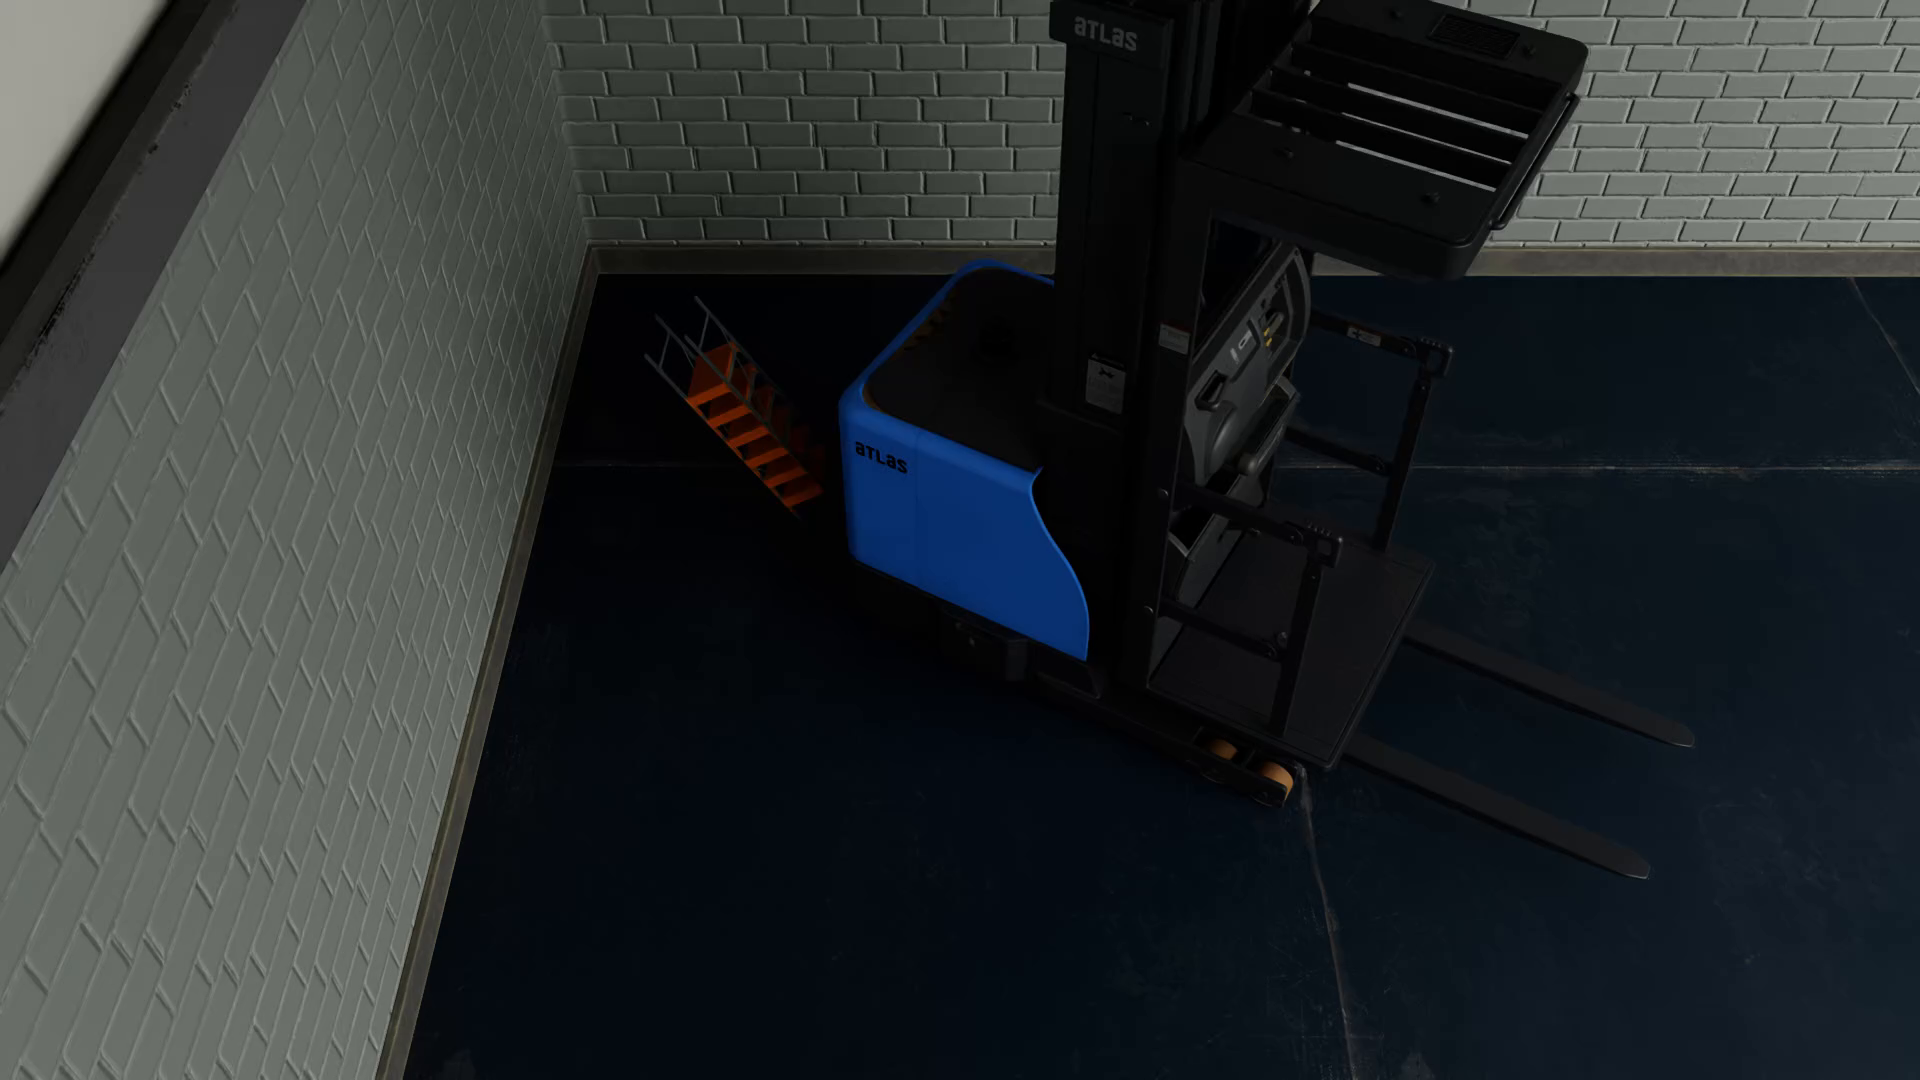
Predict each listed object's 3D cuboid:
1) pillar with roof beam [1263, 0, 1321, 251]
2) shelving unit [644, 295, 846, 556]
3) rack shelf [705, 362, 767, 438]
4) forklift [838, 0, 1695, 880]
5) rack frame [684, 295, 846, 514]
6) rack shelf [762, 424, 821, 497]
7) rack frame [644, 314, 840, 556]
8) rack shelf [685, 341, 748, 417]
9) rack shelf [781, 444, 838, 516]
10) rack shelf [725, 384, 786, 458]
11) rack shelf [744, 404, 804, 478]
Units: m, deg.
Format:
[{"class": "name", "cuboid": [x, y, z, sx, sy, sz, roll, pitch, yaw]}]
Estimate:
[{"class": "pillar with roof beam", "cuboid": [1.231, -1.091, 1.617, 0.400, 9.000, 9.100, 0, 47, 0]}, {"class": "shelving unit", "cuboid": [-0.736, -0.414, 6.366, 0.189, 1.200, 0.258, -21, 42, 24]}, {"class": "rack shelf", "cuboid": [-0.837, -0.531, 6.247, 0.180, 0.103, 0.258, -21, 42, 24]}, {"class": "forklift", "cuboid": [1.094, -0.509, 5.222, 3.031, 2.935, 1.130, 23, 51, 20]}, {"class": "rack frame", "cuboid": [-0.658, -0.443, 6.328, 0.006, 1.200, 0.240, -21, 42, 24]}, {"class": "rack shelf", "cuboid": [-0.650, -0.315, 6.466, 0.180, 0.103, 0.258, -21, 42, 24]}, {"class": "rack frame", "cuboid": [-0.814, -0.384, 6.404, 0.006, 1.200, 0.240, -21, 42, 24]}, {"class": "rack shelf", "cuboid": [-0.900, -0.603, 6.174, 0.180, 0.103, 0.258, -21, 42, 24]}, {"class": "rack shelf", "cuboid": [-0.588, -0.243, 6.539, 0.180, 0.103, 0.258, -21, 42, 24]}, {"class": "rack shelf", "cuboid": [-0.775, -0.459, 6.320, 0.180, 0.103, 0.258, -21, 42, 24]}, {"class": "rack shelf", "cuboid": [-0.713, -0.387, 6.393, 0.180, 0.103, 0.258, -21, 42, 24]}]
